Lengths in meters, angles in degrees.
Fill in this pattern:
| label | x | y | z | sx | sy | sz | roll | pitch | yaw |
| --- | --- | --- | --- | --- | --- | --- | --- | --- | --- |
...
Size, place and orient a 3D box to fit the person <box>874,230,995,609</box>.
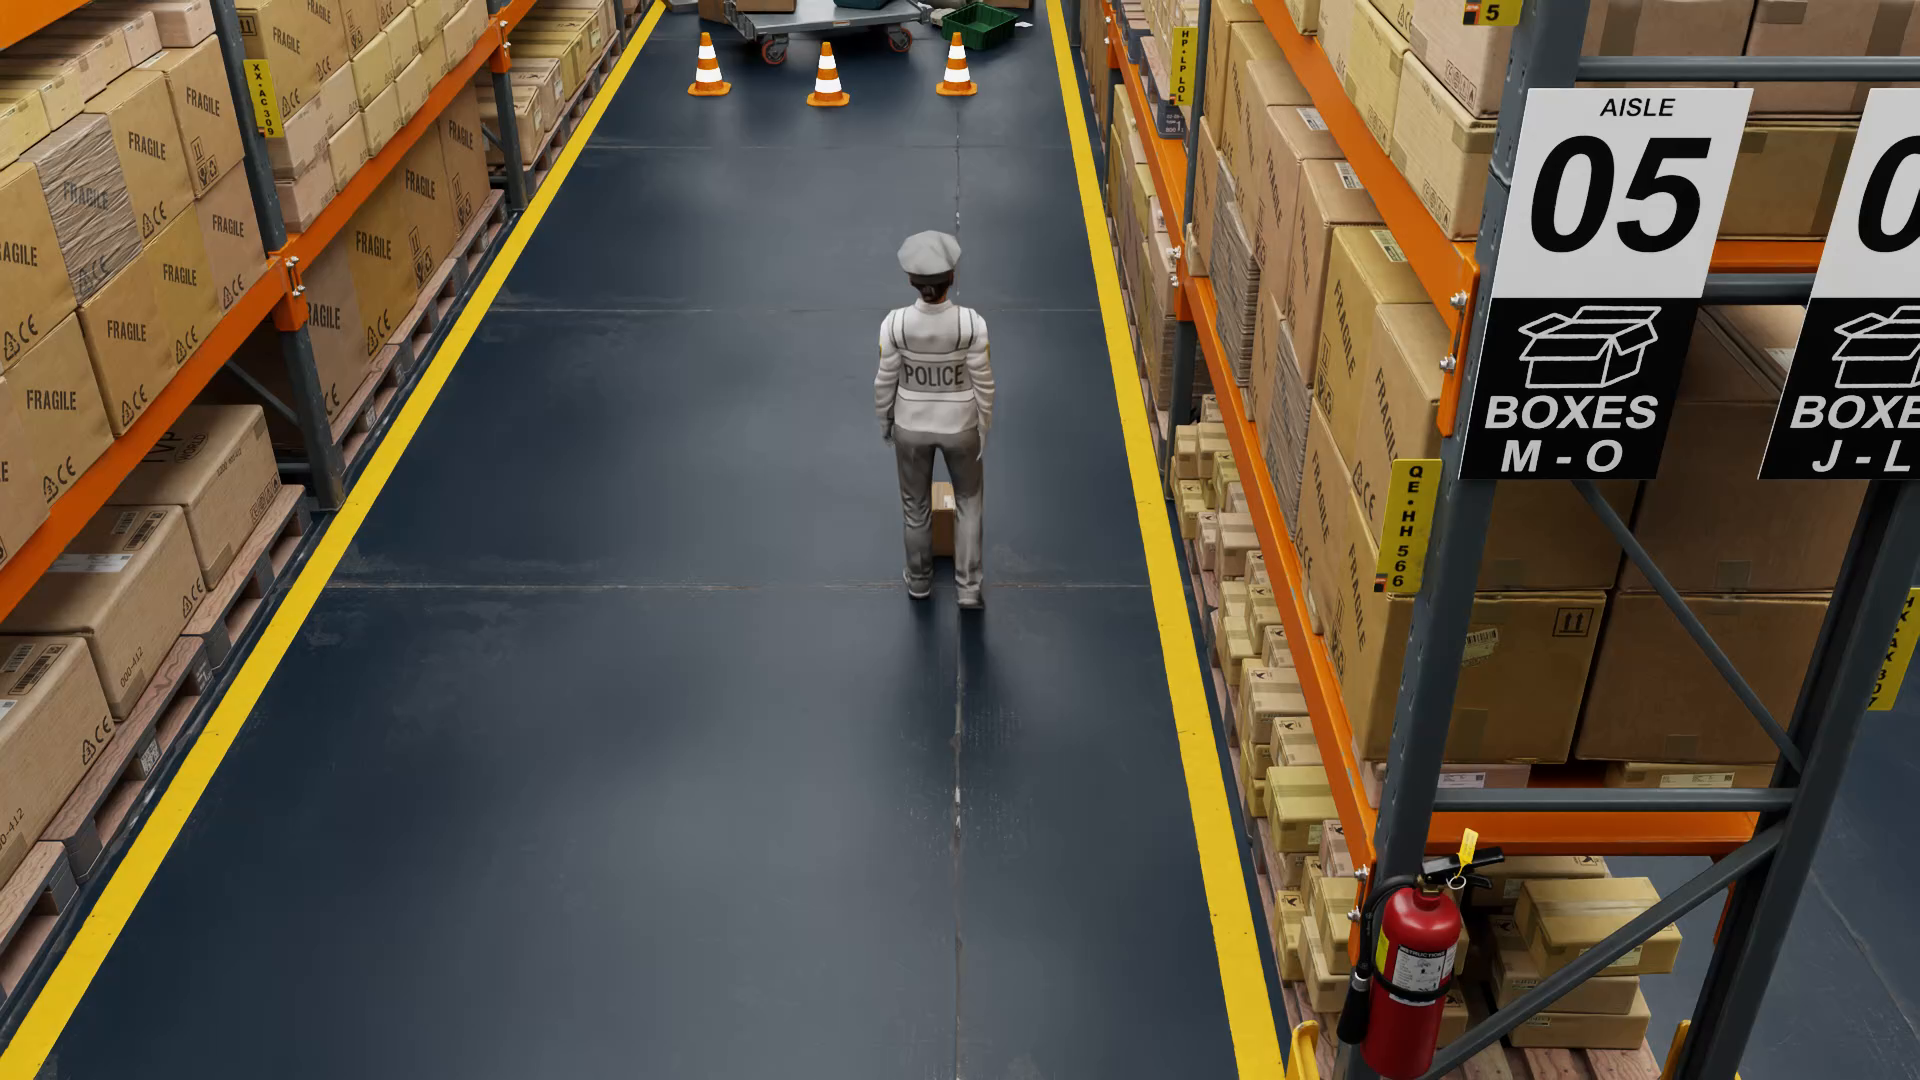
| label | x | y | z | sx | sy | sz | roll | pitch | yaw |
| --- | --- | --- | --- | --- | --- | --- | --- | --- | --- |
| person | -0.103 | -0.451 | 6.880 | 0.490 | 1.729 | 0.486 | 0 | 32 | 0 |
